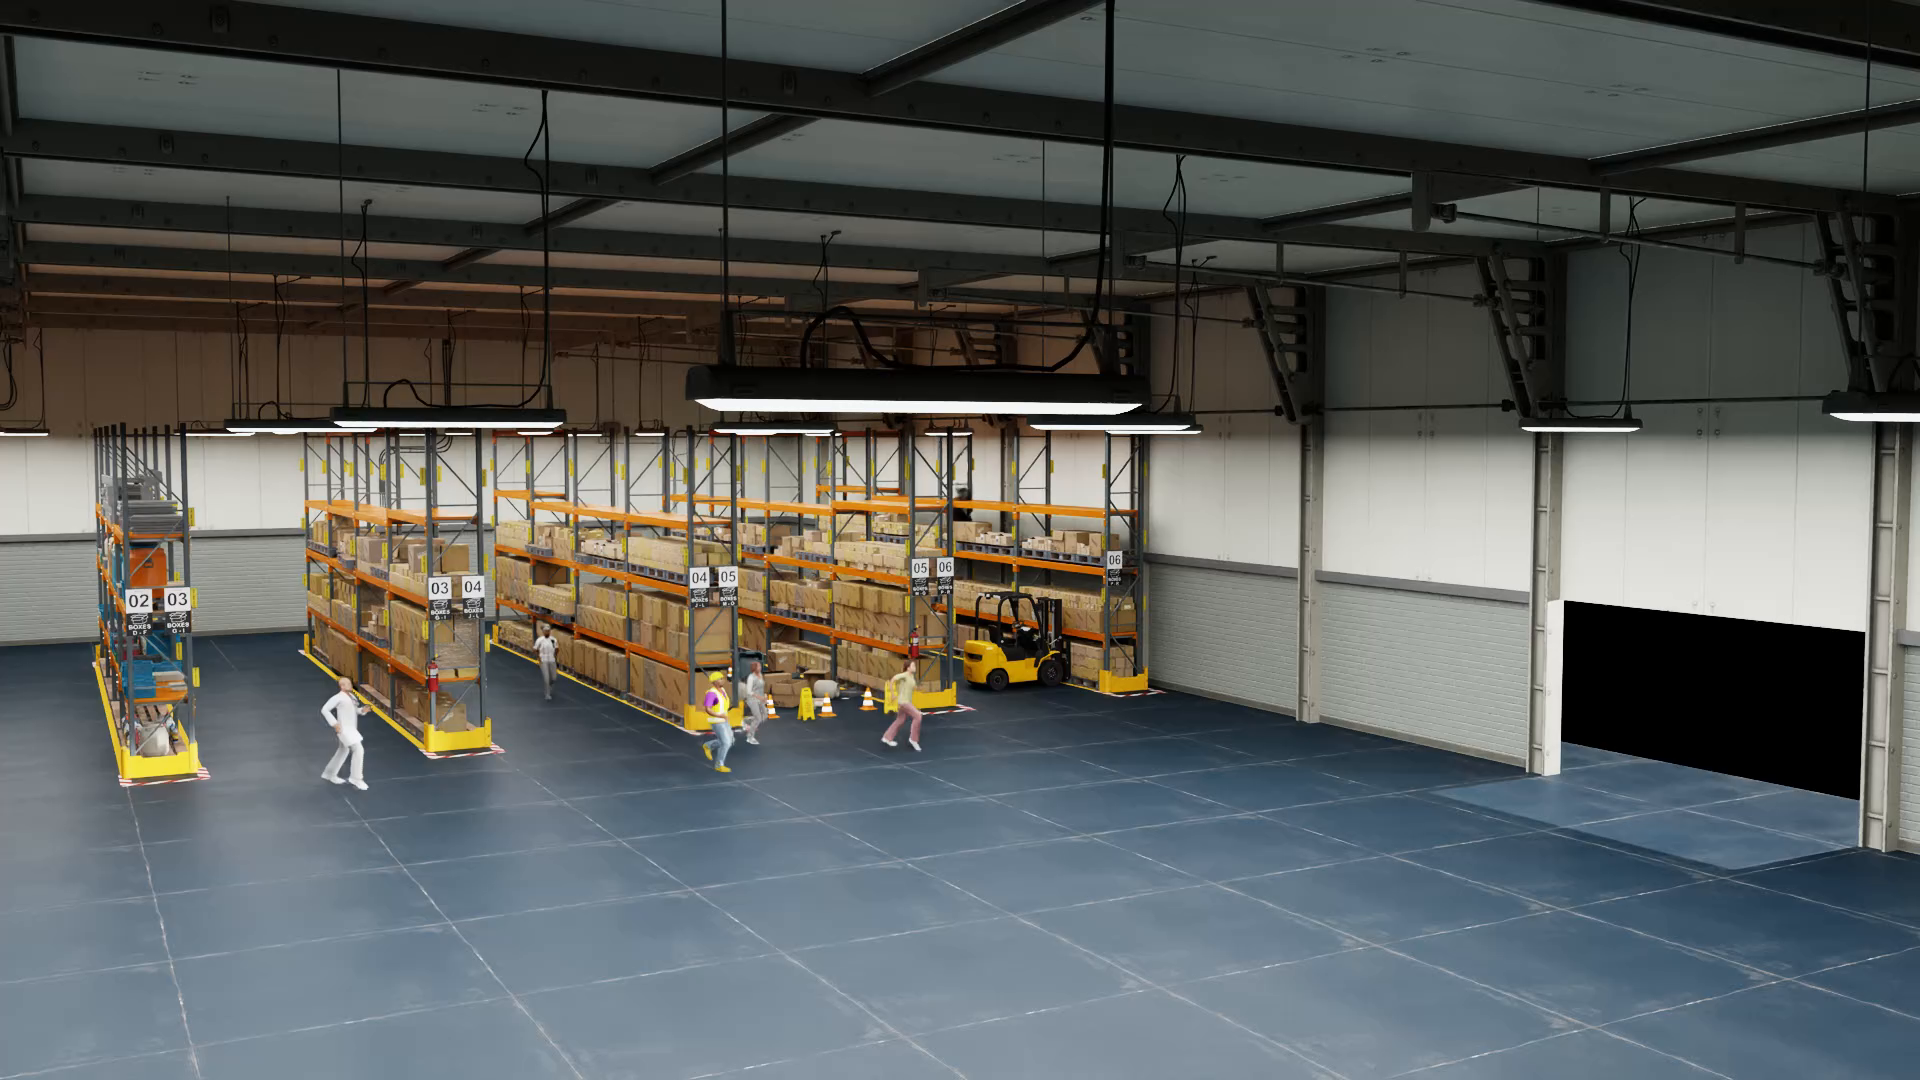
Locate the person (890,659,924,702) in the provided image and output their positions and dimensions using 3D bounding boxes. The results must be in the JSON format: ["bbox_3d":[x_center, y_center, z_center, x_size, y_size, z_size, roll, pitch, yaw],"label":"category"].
[{"bbox_3d":[-0.940,2.580,30.573,0.578,0.767,0.599,1,4,16],"label":"person"}]

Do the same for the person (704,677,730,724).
[{"bbox_3d":[-4.129,2.753,28.673,0.427,0.892,0.747,1,4,10],"label":"person"}]

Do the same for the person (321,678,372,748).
[{"bbox_3d":[-10.017,2.826,27.286,0.717,1.141,0.675,0,3,-4],"label":"person"}]

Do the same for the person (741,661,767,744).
[{"bbox_3d":[-3.872,3.057,31.372,0.607,1.566,0.567,1,4,23],"label":"person"}]

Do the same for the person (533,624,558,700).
[{"bbox_3d":[-9.125,2.675,36.699,0.541,1.646,0.592,-2,4,-27],"label":"person"}]
